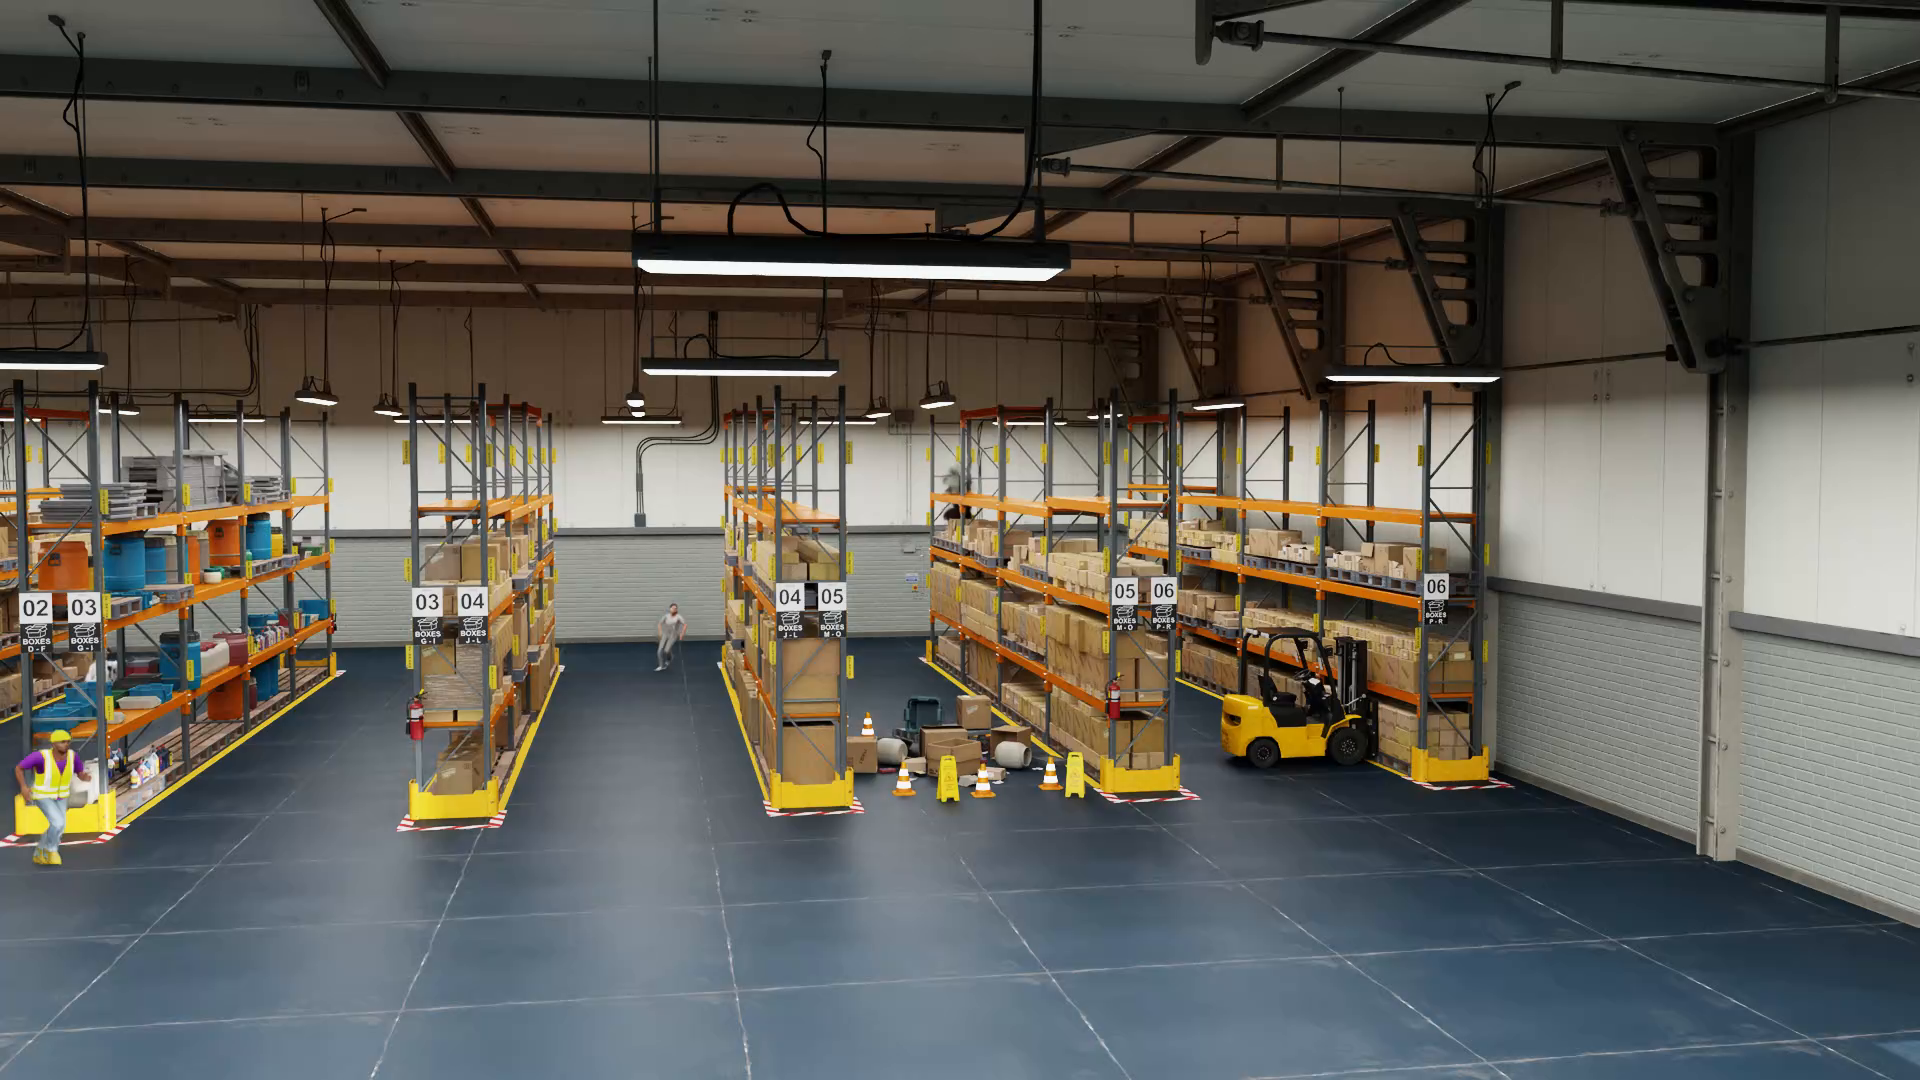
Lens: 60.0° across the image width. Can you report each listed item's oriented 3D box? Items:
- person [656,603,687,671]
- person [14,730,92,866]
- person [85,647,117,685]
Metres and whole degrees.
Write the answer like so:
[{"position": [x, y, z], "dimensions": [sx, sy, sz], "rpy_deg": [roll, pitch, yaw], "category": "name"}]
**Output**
[{"position": [-6.745, 2.264, 38.714], "dimensions": [0.698, 1.580, 0.527], "rpy_deg": [1, 3, 10], "category": "person"}, {"position": [-11.038, 3.146, 20.294], "dimensions": [0.795, 1.684, 0.747], "rpy_deg": [1, 3, 27], "category": "person"}, {"position": [-14.876, 2.691, 28.972], "dimensions": [0.622, 1.710, 0.937], "rpy_deg": [-1, 3, -11], "category": "person"}]
